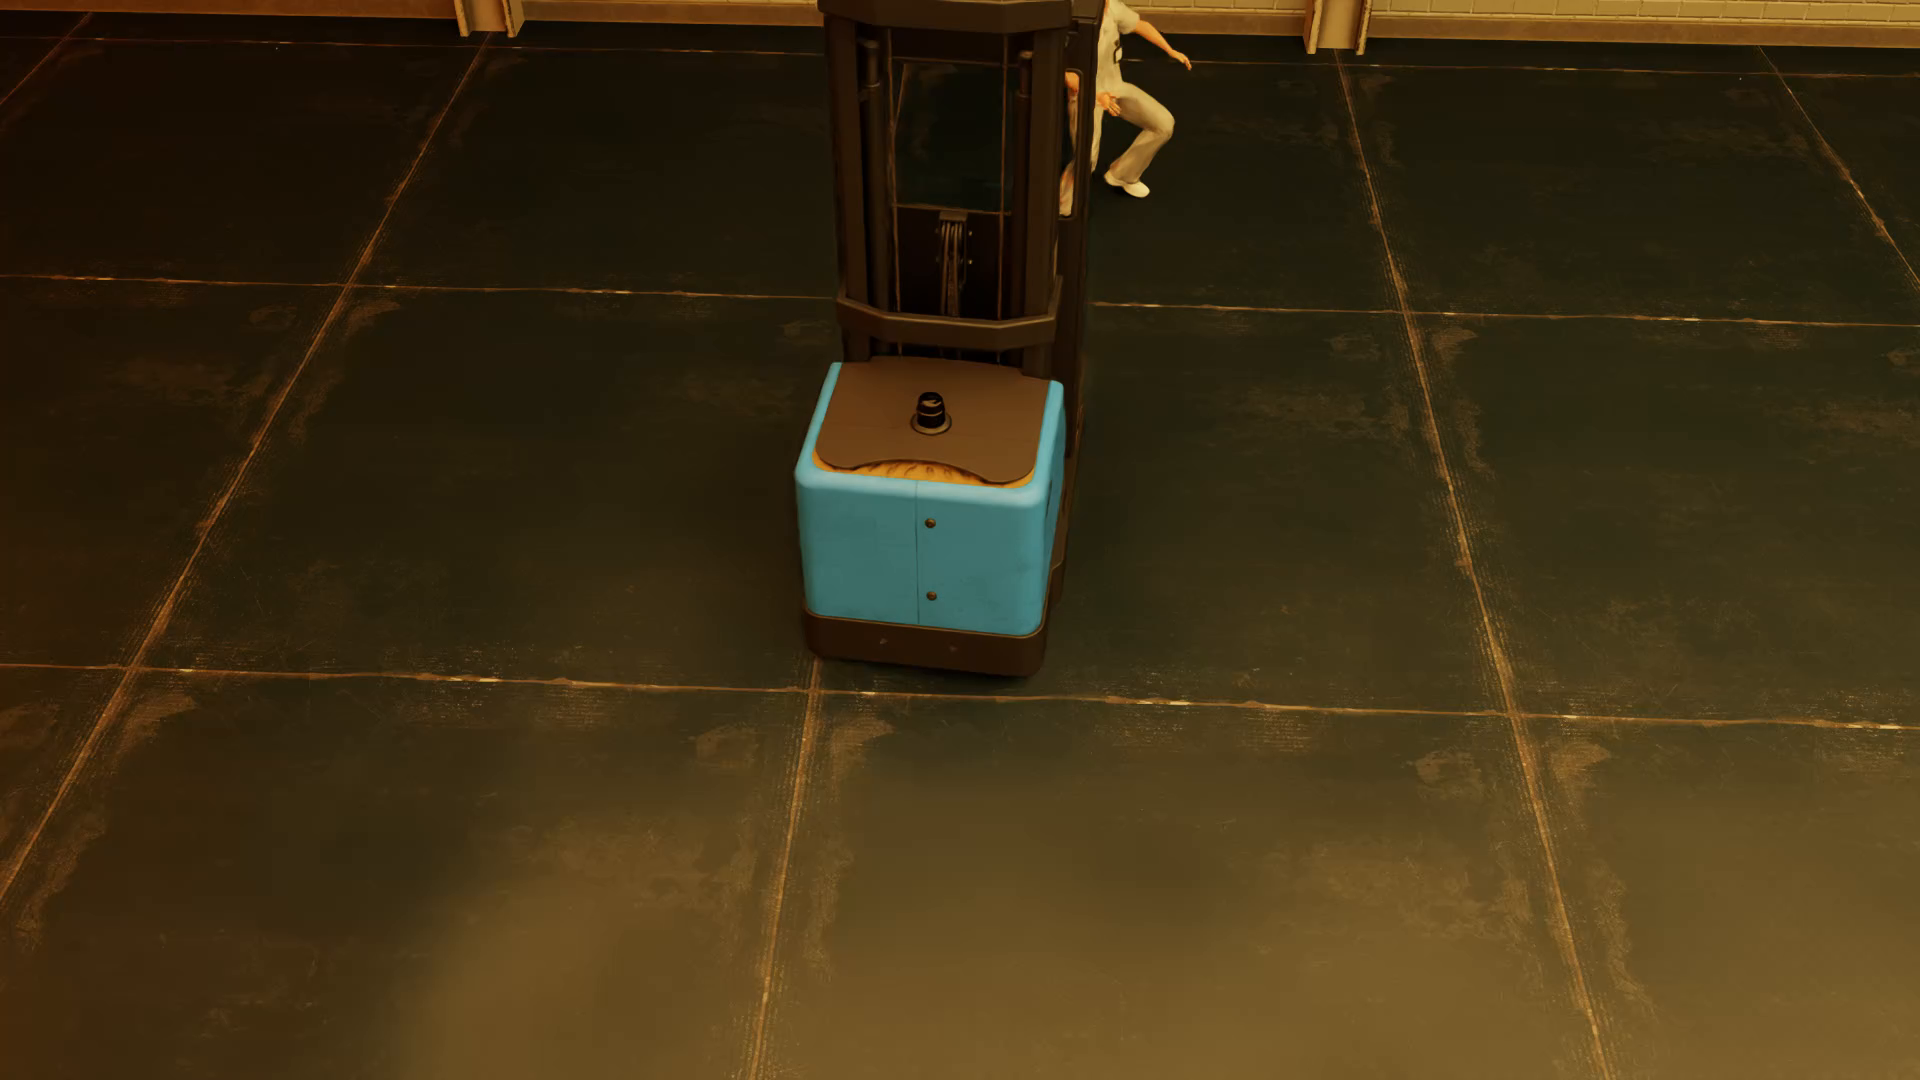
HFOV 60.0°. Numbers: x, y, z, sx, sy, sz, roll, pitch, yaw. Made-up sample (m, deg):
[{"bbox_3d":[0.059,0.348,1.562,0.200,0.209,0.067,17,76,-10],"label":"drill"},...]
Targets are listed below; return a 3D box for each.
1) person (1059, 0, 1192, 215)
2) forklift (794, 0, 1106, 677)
[{"bbox_3d":[0.871,-2.529,9.588,0.872,1.479,0.703,-24,47,-24],"label":"person"},{"bbox_3d":[0.041,-1.491,7.376,1.130,2.935,3.031,6,43,6],"label":"forklift"}]
